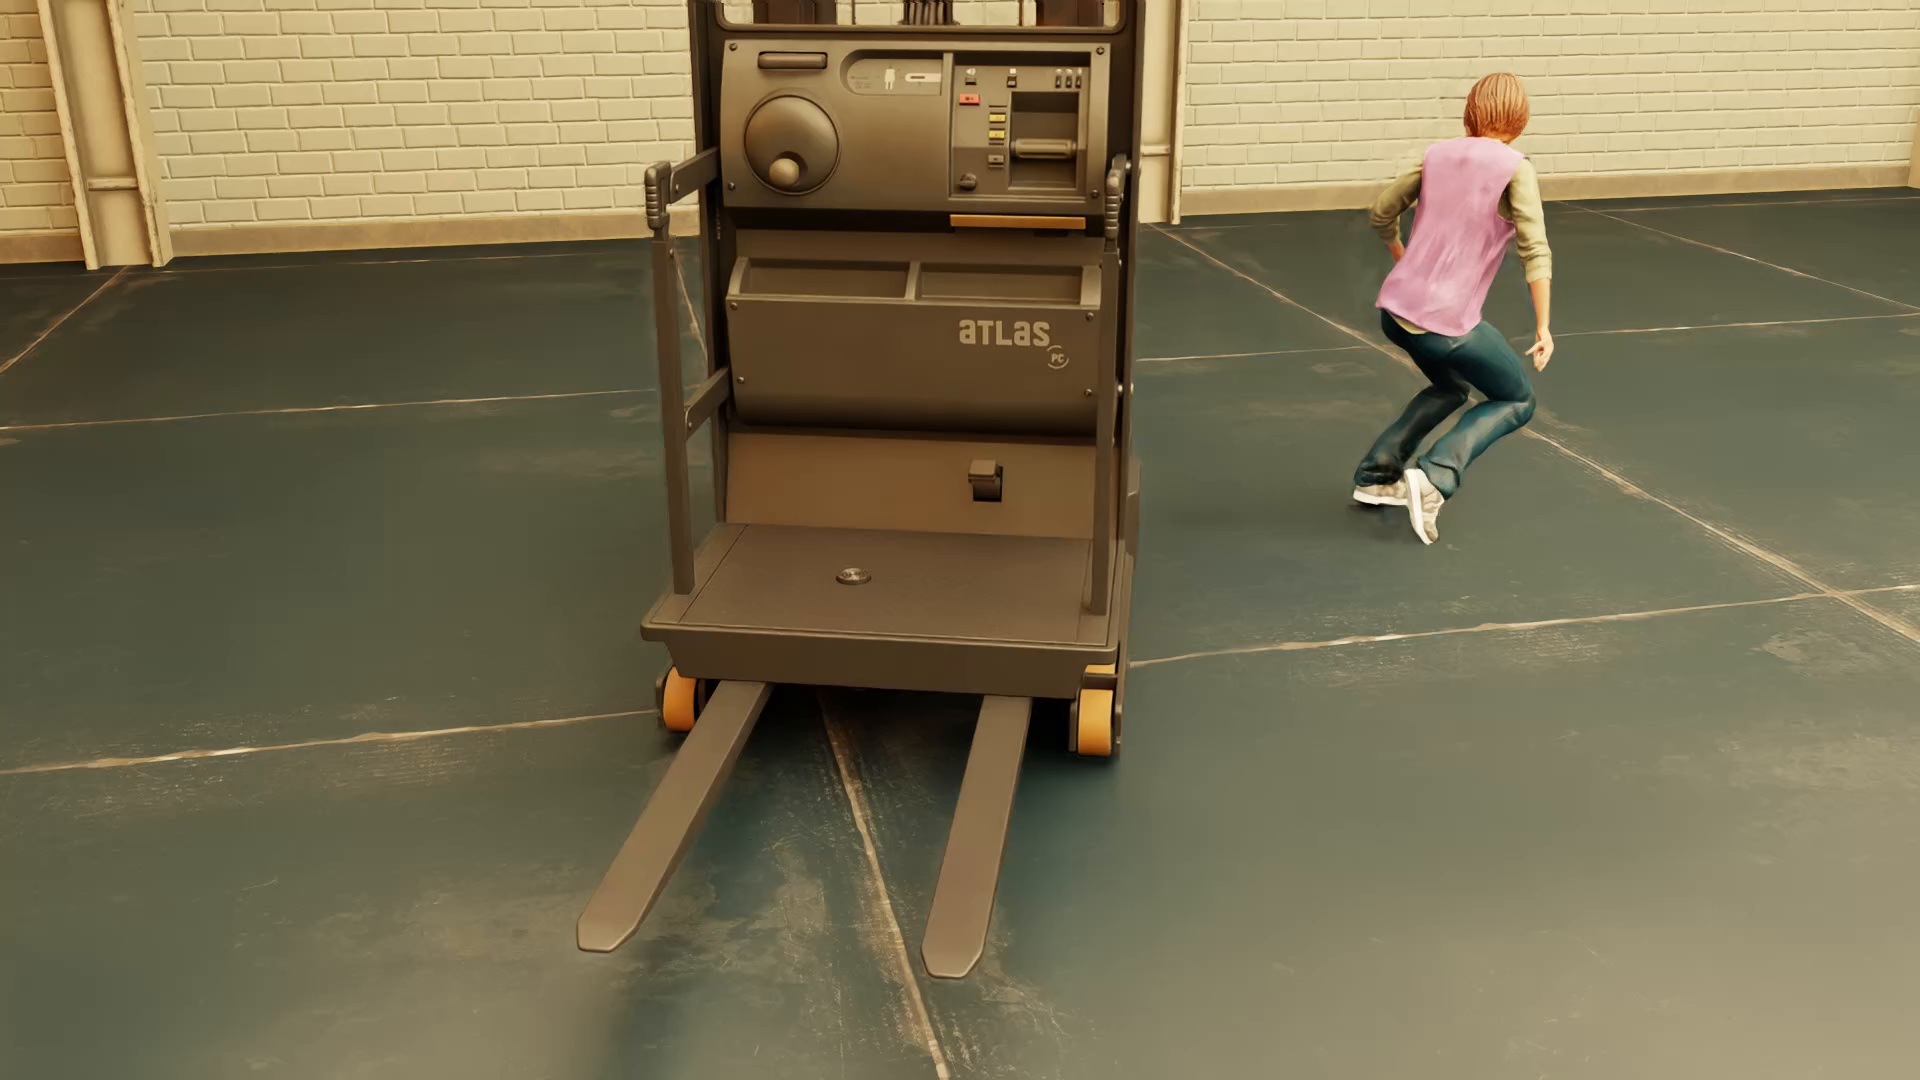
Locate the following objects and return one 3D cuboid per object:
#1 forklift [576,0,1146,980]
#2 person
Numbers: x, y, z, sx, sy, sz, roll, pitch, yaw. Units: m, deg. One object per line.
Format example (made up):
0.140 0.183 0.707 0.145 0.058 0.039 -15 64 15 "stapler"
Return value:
-0.136 -0.984 3.768 1.130 2.935 3.031 3 21 7 "forklift"
1.552 -0.709 5.198 0.477 1.430 0.822 -11 24 -27 "person"
